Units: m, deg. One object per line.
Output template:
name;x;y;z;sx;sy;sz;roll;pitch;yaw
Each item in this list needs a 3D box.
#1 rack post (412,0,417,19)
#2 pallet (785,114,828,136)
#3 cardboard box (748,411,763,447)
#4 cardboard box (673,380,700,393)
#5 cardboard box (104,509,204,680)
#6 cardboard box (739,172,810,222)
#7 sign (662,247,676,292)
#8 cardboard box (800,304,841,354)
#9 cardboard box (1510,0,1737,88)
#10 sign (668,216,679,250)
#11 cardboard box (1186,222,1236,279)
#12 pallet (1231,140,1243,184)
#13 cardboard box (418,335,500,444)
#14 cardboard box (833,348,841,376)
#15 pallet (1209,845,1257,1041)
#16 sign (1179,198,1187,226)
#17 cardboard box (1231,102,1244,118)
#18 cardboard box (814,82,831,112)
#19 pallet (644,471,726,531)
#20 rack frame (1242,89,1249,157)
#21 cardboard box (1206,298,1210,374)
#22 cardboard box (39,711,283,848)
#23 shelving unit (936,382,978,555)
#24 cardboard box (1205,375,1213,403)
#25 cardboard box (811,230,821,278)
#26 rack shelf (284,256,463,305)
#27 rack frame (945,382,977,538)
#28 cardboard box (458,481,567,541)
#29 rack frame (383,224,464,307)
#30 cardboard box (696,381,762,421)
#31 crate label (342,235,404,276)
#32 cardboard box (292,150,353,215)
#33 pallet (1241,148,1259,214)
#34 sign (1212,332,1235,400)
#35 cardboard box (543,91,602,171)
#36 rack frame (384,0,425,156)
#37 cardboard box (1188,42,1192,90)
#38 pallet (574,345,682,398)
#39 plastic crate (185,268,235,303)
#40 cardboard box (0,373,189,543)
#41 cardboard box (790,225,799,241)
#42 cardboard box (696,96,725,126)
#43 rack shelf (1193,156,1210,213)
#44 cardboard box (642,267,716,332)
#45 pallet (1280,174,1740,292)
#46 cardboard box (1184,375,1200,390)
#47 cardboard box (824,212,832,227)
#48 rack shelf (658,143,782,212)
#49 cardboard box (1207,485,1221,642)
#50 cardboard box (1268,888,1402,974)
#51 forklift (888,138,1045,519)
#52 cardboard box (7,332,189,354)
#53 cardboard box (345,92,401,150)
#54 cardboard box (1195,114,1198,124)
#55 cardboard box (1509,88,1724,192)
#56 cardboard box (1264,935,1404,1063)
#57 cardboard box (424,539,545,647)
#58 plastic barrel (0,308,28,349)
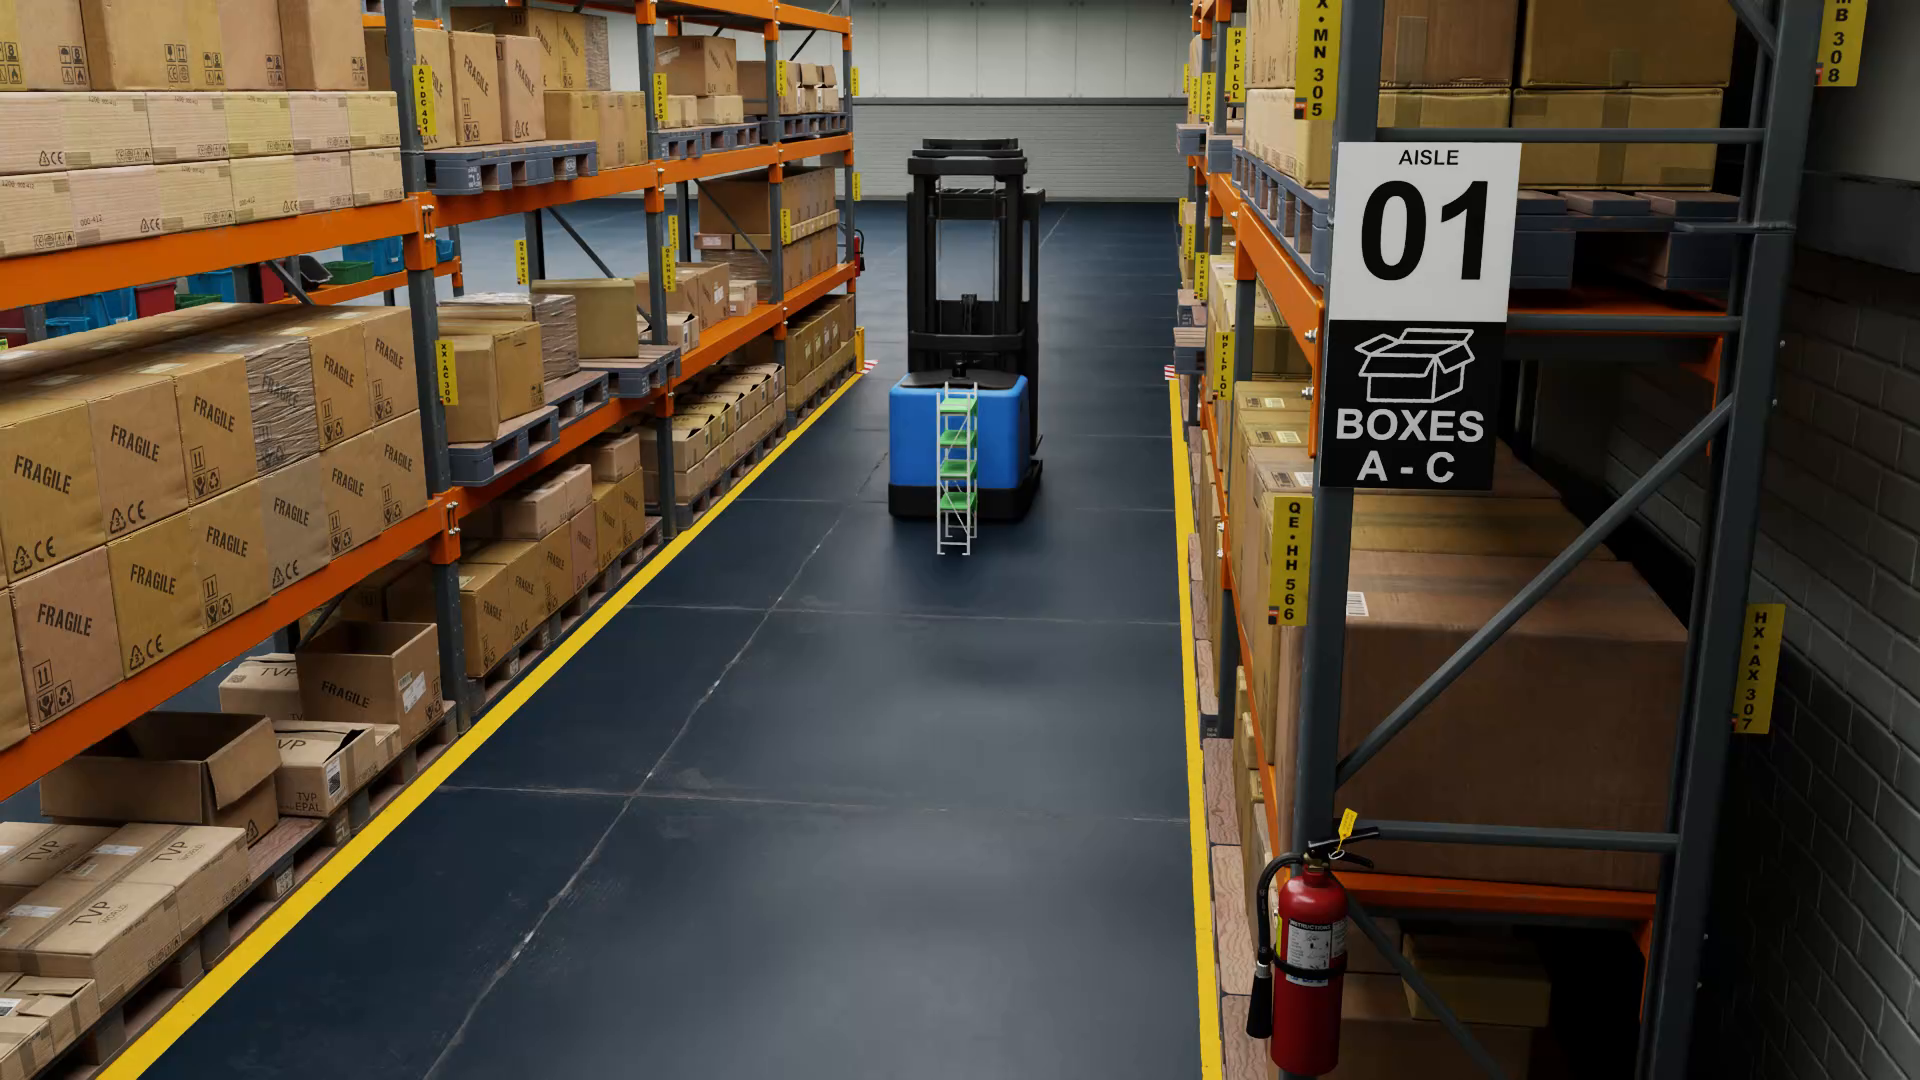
rack post;-6.904;-6.158;19.154;0.937;0.300;0.954;3;15;12
pallet;-2.012;-4.454;17.811;1.003;0.211;1.213;2;15;6
cardboard box;-2.098;-1.007;15.103;0.500;0.250;0.500;2;15;8
cardboard box;-2.636;-1.294;15.089;0.500;0.311;0.500;1;15;4
cardboard box;-3.152;0.181;6.054;0.500;0.500;0.500;2;15;6
cardboard box;-2.009;-3.692;17.892;0.700;0.500;0.500;2;15;6
sign;-2.134;-1.981;12.176;0.100;0.325;0.005;2;15;6
cardboard box;-1.635;-2.379;18.739;0.500;0.500;0.500;2;15;6
cardboard box;1.668;-1.425;4.294;0.500;0.500;0.500;1;15;4
sign;-2.774;-2.984;16.139;0.100;0.325;0.005;2;15;6
cardboard box;2.446;-2.798;16.074;0.500;0.500;0.500;2;15;6
pallet;2.105;-2.227;9.768;1.003;0.211;1.213;2;15;9
cardboard box;-2.850;-0.804;8.892;0.700;0.500;0.500;-3;16;-13
cardboard box;-1.637;-2.017;18.837;0.500;0.250;0.500;2;15;6
pallet;1.498;1.567;6.464;1.003;0.211;1.213;2;15;6
sign;2.612;-3.838;19.450;0.100;0.325;0.005;2;15;6
cardboard box;2.487;-3.170;12.657;0.797;0.503;0.637;4;16;14
cardboard box;-1.702;-4.774;17.921;0.500;0.311;0.500;4;16;13
pallet;-2.542;-0.340;13.516;1.003;0.211;1.213;2;15;6
rack frame;1.797;-3.188;7.211;1.000;3.000;0.127;2;15;6
cardboard box;1.939;-1.412;11.338;0.500;0.500;0.500;2;15;8
cardboard box;-3.332;1.044;6.996;0.797;0.503;0.637;2;15;6
shelving unit;-0.019;-0.536;12.347;0.258;1.200;0.503;2;15;6
cardboard box;1.830;-1.007;11.084;0.380;0.149;0.250;2;15;8
cardboard box;-1.953;-3.212;18.601;0.700;0.500;0.500;2;15;7
rack shelf;-6.918;-2.830;18.759;1.077;0.370;4.000;2;15;6
rack frame;0.009;-0.600;12.581;0.240;1.200;0.015;2;15;6
cardboard box;-2.716;-0.182;10.098;0.500;0.250;0.500;2;15;6
rack frame;-6.693;-3.696;20.583;1.000;3.000;0.127;2;15;6
cardboard box;-2.095;-1.280;15.037;0.500;0.311;0.500;2;15;6
crate label;-6.632;-3.228;18.784;0.502;0.435;0.616;2;15;6
cardboard box;-2.983;-1.549;7.184;0.500;0.250;0.500;2;15;6
pallet;1.694;-1.485;6.831;1.003;0.211;1.213;2;15;6
sign;1.257;-0.826;7.903;0.100;0.325;0.005;2;15;6
cardboard box;-2.806;-2.589;10.552;0.910;0.500;0.500;2;15;6
rack frame;-3.125;-3.333;7.747;1.000;3.000;0.127;2;15;6
cardboard box;2.759;-5.171;18.148;0.500;0.500;0.500;2;15;6
pallet;-2.681;-1.204;11.734;1.213;0.211;1.003;2;15;6
plastic crate;-6.959;-2.355;15.657;0.392;0.384;0.575;2;15;6
cardboard box;-3.152;-0.303;5.928;0.500;0.500;0.500;2;15;7
cardboard box;-1.886;-3.202;17.322;0.380;0.149;0.250;1;15;4
cardboard box;-2.361;-3.788;14.660;0.500;0.250;0.500;0;15;1
rack shelf;2.474;-2.949;13.452;1.077;0.370;4.000;2;15;6
cardboard box;-2.442;-2.095;14.470;0.500;0.500;0.500;2;15;6
pallet;1.419;-0.852;4.490;1.003;0.211;1.213;2;15;6
cardboard box;2.787;-1.896;17.874;0.700;0.500;0.500;1;15;3
cardboard box;-1.682;-3.671;19.059;0.380;0.149;0.250;1;15;5
rack shelf;-2.448;-3.093;13.988;1.077;0.370;4.000;2;15;6
cardboard box;1.839;0.140;9.710;0.750;0.750;0.750;2;15;8
cardboard box;1.159;1.213;5.170;0.380;0.149;0.250;2;15;6
forklift;0.136;-1.918;14.140;1.130;2.935;3.031;2;15;7
cardboard box;-3.574;-0.586;6.977;0.500;0.500;0.500;1;15;5
cardboard box;-2.911;-1.919;7.597;0.500;0.250;0.500;2;15;6
cardboard box;2.581;-4.142;16.255;0.500;0.500;0.500;0;15;2
cardboard box;1.672;-1.063;4.391;0.500;0.250;0.500;2;15;9
cardboard box;1.382;1.435;5.591;0.700;0.500;0.500;2;15;6
cardboard box;-2.780;0.301;9.749;0.500;0.500;0.500;2;15;7
plastic barrel;-7.844;-1.816;13.370;0.600;0.536;0.708;2;15;6
